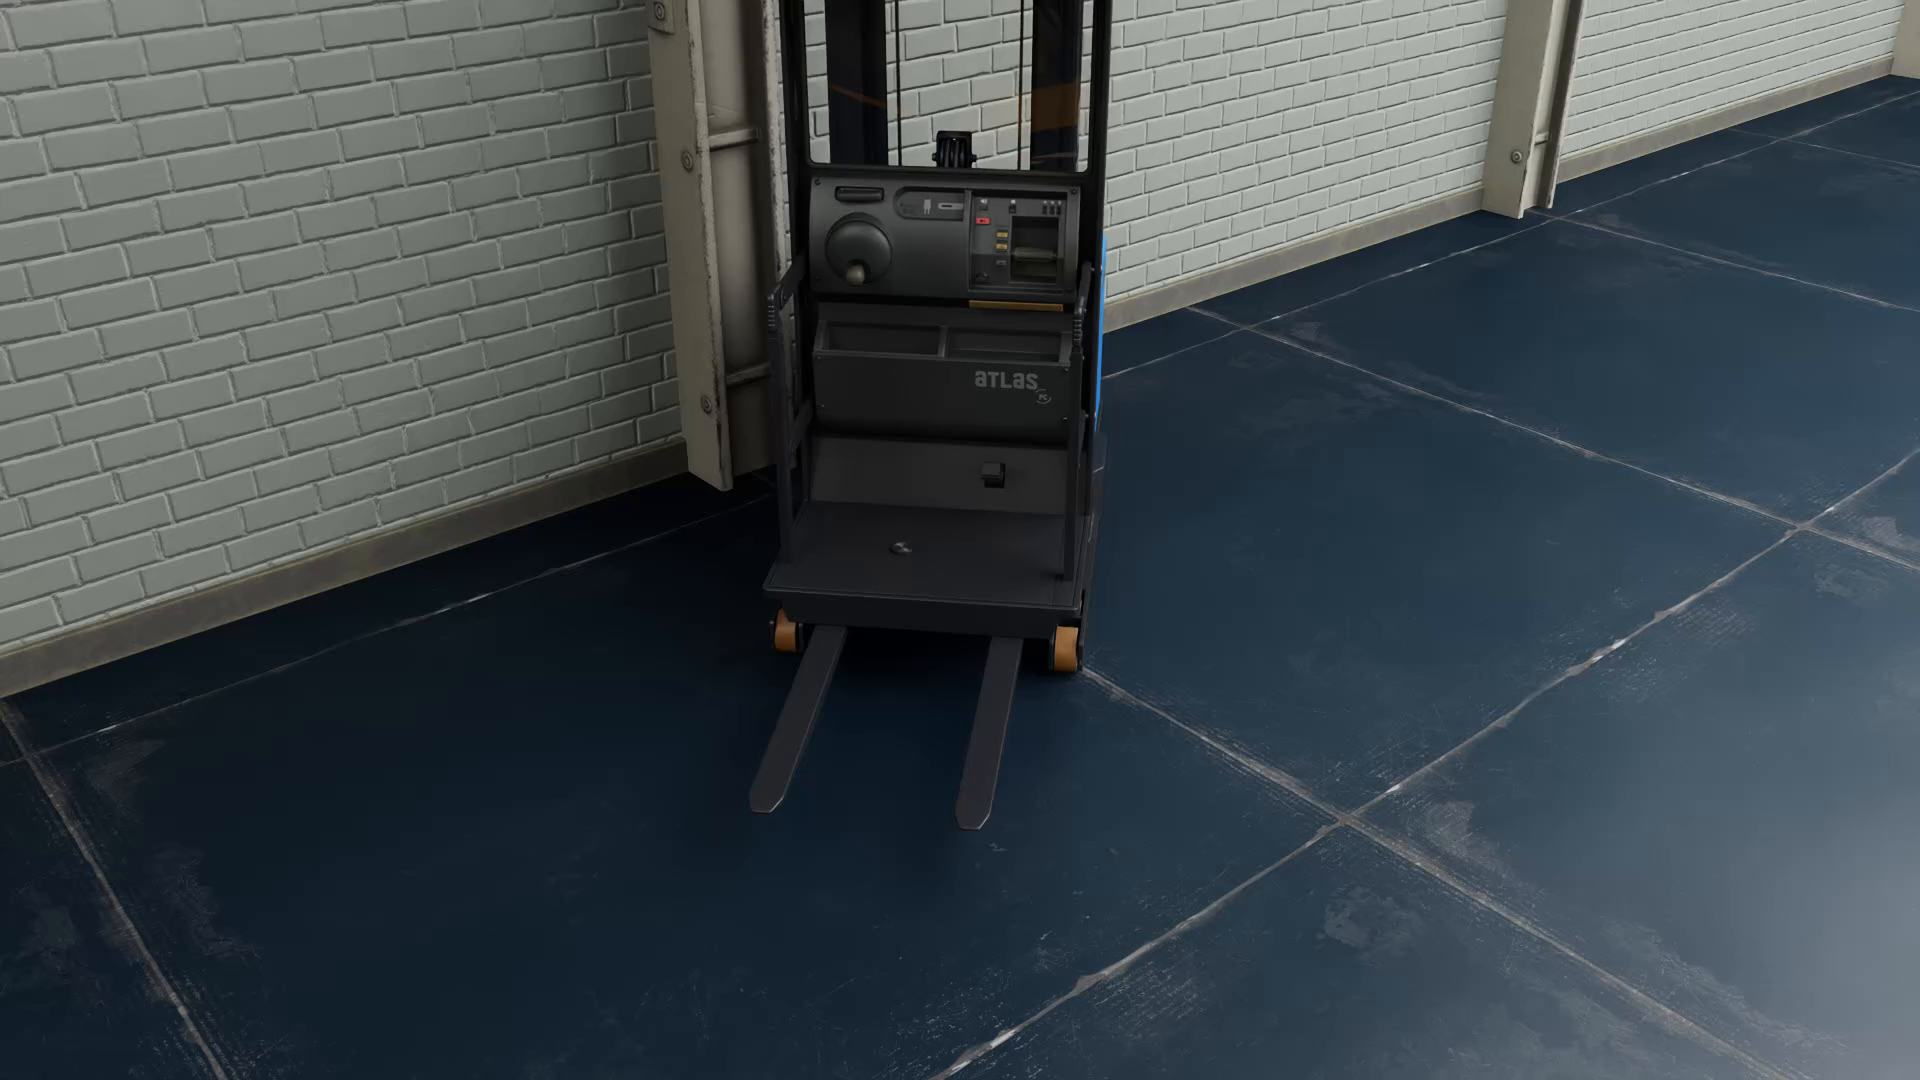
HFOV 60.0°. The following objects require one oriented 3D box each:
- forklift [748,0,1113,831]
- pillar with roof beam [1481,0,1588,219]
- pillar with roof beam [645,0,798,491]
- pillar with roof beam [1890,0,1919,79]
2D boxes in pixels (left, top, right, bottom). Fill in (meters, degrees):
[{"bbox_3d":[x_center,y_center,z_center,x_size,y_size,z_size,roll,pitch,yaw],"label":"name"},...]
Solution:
[{"bbox_3d":[-0.081,-0.999,5.510,1.130,2.935,3.031,3,28,6],"label":"forklift"},{"bbox_3d":[6.393,-4.584,5.779,0.400,9.000,9.100,-22,35,-35],"label":"pillar with roof beam"},{"bbox_3d":[1.828,-2.748,2.345,0.400,9.000,9.100,-22,35,-35],"label":"pillar with roof beam"},{"bbox_3d":[10.957,-6.419,9.214,0.400,9.000,9.100,-22,35,-35],"label":"pillar with roof beam"}]
